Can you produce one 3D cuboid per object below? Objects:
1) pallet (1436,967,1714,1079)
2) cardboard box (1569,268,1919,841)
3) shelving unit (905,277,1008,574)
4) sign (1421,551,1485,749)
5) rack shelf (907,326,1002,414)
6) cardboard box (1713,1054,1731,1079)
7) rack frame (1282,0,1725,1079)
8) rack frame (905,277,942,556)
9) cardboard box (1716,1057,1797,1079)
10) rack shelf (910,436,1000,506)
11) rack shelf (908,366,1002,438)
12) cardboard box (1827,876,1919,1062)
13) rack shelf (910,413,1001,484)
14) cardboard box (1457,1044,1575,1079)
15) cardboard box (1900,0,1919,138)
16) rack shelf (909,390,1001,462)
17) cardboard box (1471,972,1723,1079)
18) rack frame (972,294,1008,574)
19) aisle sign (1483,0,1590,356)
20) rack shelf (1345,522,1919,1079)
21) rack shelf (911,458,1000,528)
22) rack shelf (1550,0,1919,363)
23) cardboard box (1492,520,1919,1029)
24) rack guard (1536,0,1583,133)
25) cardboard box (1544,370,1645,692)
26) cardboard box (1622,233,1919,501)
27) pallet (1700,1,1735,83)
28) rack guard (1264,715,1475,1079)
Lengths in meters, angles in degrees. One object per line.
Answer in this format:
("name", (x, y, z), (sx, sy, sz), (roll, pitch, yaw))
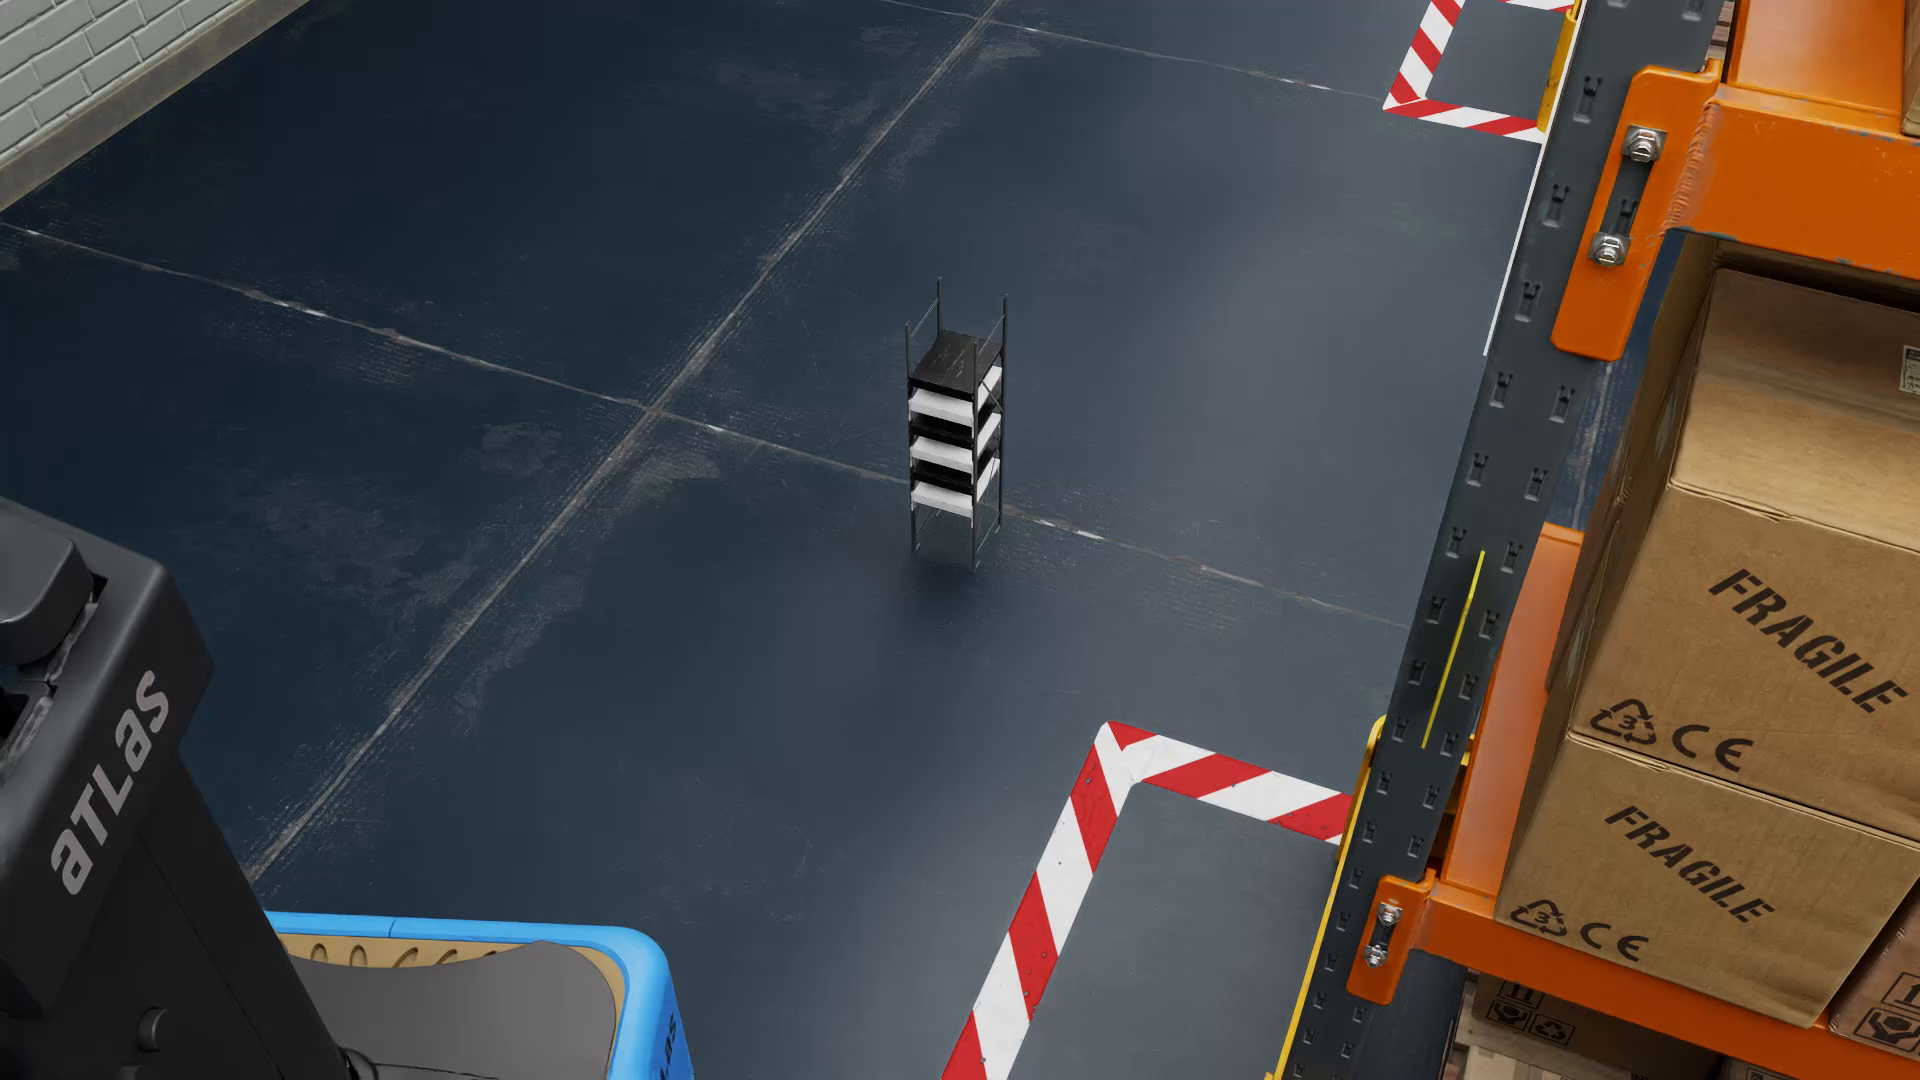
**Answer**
("pallet", (1.711, 1.337, 3.757), (1.213, 0.211, 1.003), (16, 47, 16))
("cardboard box", (1.213, 0.014, 2.329), (0.500, 0.500, 0.500), (18, 48, 17))
("shelving unit", (-0.007, -0.321, 4.935), (0.210, 0.900, 0.258), (16, 47, 16))
("sign", (0.696, 0.159, 2.350), (0.005, 0.325, 0.100), (16, 47, 16))
("rack shelf", (-0.007, -0.489, 4.768), (0.200, 0.077, 0.258), (16, 47, 16))
("cardboard box", (1.840, 1.116, 3.698), (0.250, 0.166, 0.380), (16, 47, 16))
("rack frame", (0.905, 0.112, 3.011), (0.127, 3.000, 1.000), (16, 47, 16))
("rack frame", (-0.101, -0.349, 4.963), (0.006, 0.900, 0.240), (16, 47, 16))
("cardboard box", (1.759, 1.399, 3.355), (0.500, 0.250, 0.500), (16, 47, 16))
("rack shelf", (-0.007, -0.234, 5.022), (0.200, 0.077, 0.258), (16, 47, 16))
("rack shelf", (-0.007, -0.425, 4.831), (0.200, 0.077, 0.258), (16, 47, 16))
("cardboard box", (1.691, 0.505, 2.544), (0.500, 0.500, 0.500), (16, 47, 15))
("rack shelf", (-0.007, -0.298, 4.958), (0.200, 0.077, 0.258), (16, 47, 16))
("cardboard box", (1.159, 1.304, 3.522), (0.250, 0.149, 0.380), (16, 47, 16))
("cardboard box", (1.281, -0.593, 1.699), (0.500, 0.250, 0.500), (16, 47, 16))
("rack shelf", (-0.007, -0.361, 4.895), (0.200, 0.077, 0.258), (16, 47, 16))
("cardboard box", (1.501, 0.830, 3.750), (0.500, 0.500, 0.500), (16, 47, 16))
("rack frame", (0.086, -0.294, 4.907), (0.006, 0.900, 0.240), (16, 47, 16))
("aisle sign", (0.729, -0.637, 1.920), (0.004, 0.787, 0.394), (16, 47, 16))
("rack shelf", (2.750, 0.910, 2.719), (4.000, 0.370, 1.077), (16, 47, 16))
("rack shelf", (-0.007, -0.170, 5.085), (0.200, 0.077, 0.258), (16, 47, 16))
("rack shelf", (2.750, -0.153, 1.661), (4.000, 0.370, 1.077), (16, 47, 16))
("cardboard box", (1.213, 0.369, 2.682), (0.500, 0.500, 0.500), (17, 47, 17))
("rack guard", (2.788, -2.223, 7.130), (0.348, 0.500, 1.175), (16, 47, 16))
("cardboard box", (1.423, 0.021, 3.031), (0.500, 0.500, 0.500), (18, 48, 17))
("cardboard box", (1.421, -0.336, 2.681), (0.500, 0.500, 0.500), (16, 47, 15))
("pallet", (3.561, -1.874, 6.983), (1.213, 0.211, 1.003), (16, 47, 16))
("rack guard", (0.975, 1.019, 3.872), (0.348, 0.500, 1.175), (16, 47, 16))
